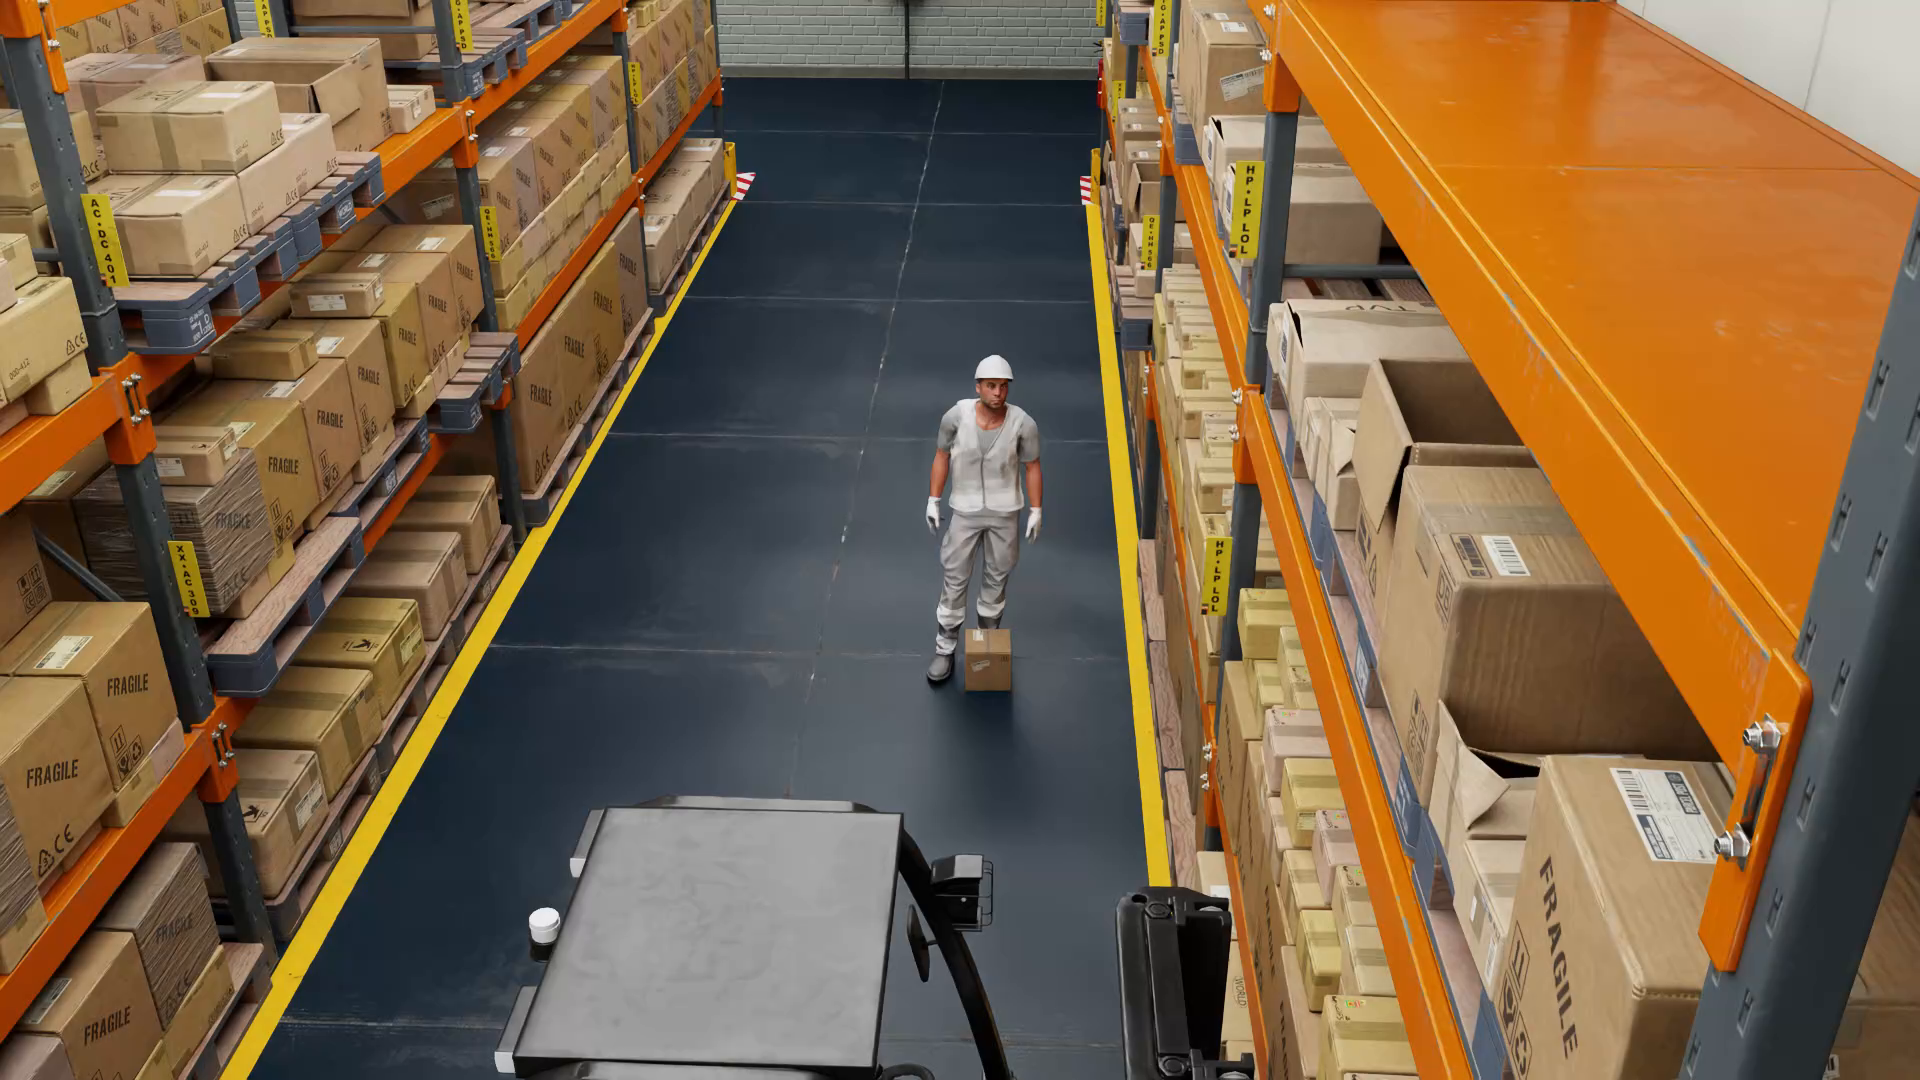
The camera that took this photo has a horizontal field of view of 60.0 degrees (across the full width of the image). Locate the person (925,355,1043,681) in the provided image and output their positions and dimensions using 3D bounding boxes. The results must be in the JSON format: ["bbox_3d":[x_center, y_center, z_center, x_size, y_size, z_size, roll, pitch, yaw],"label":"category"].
[{"bbox_3d":[0.129,-0.113,9.027,0.638,1.788,0.563,1,28,2],"label":"person"}]
